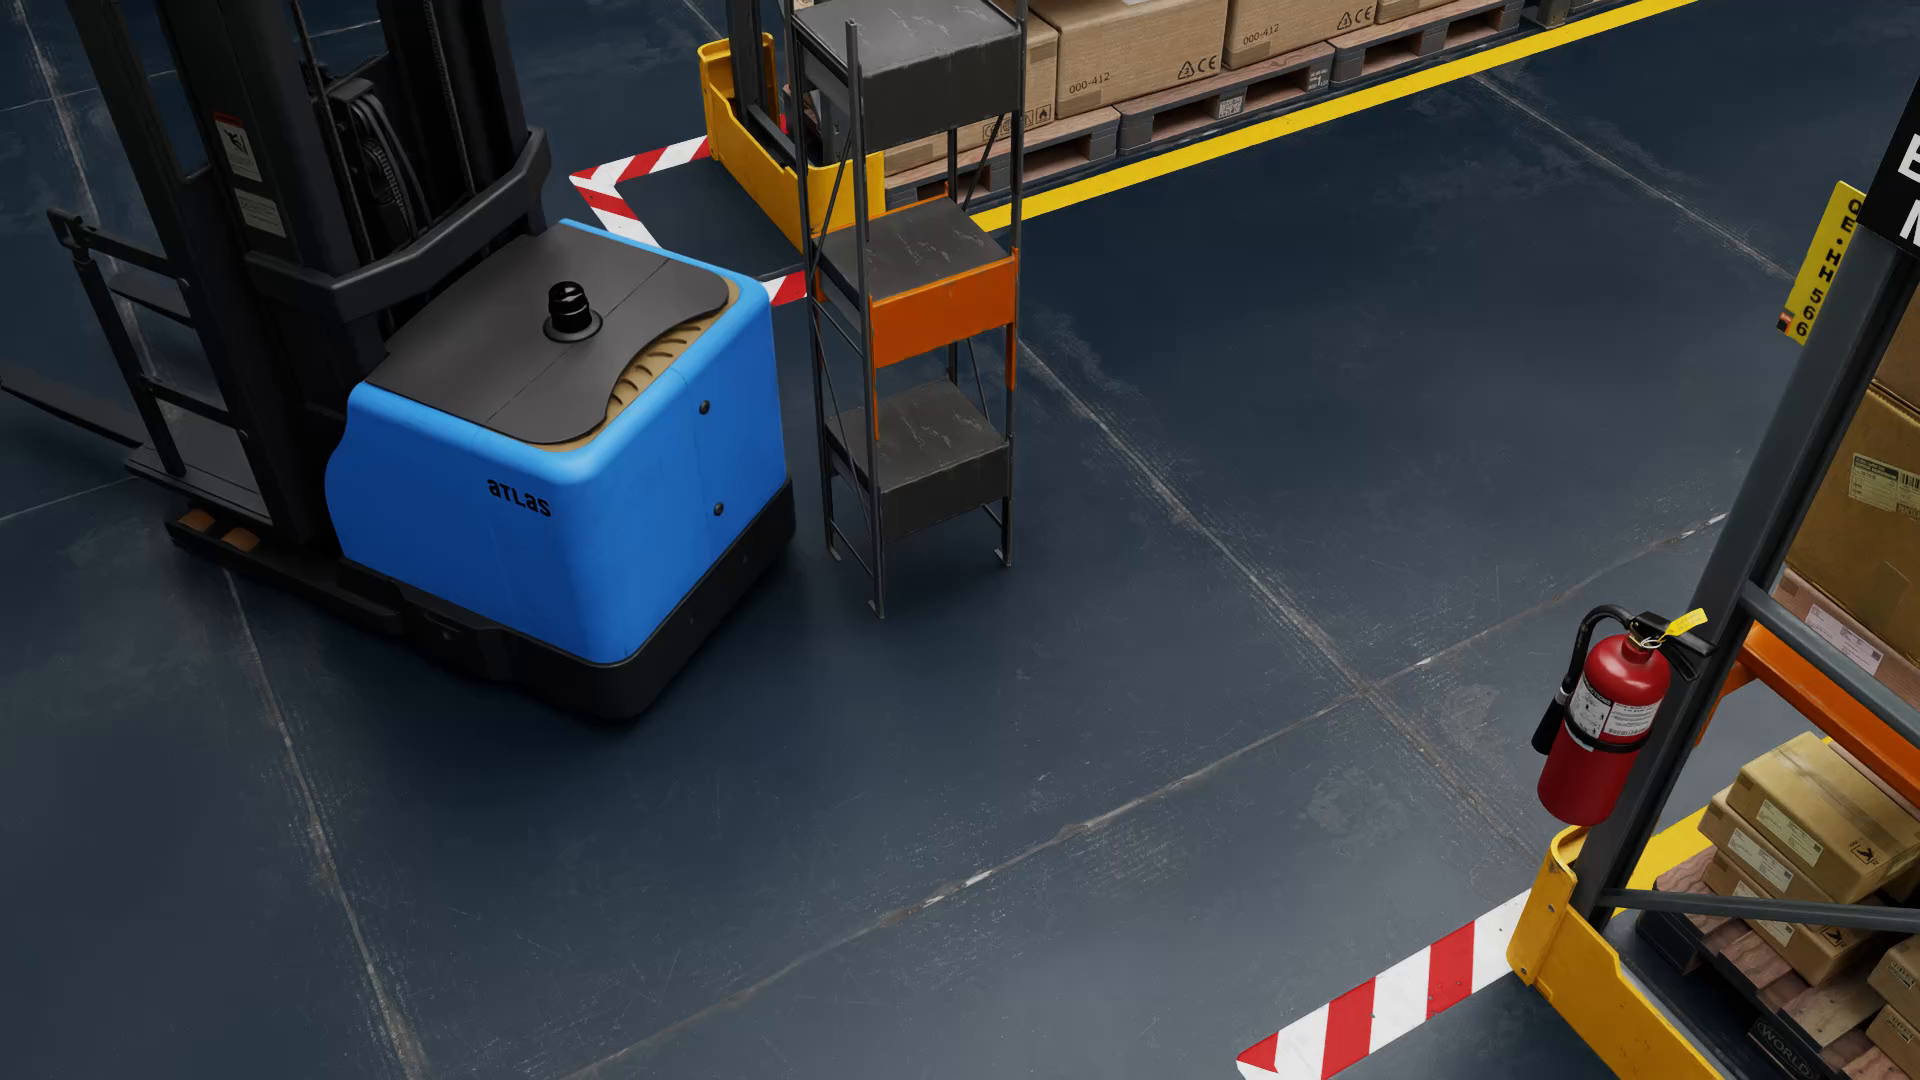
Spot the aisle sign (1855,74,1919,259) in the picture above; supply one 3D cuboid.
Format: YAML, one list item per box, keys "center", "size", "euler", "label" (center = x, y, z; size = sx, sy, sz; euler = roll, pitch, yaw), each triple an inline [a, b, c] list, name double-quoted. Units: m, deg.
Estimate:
- center: [1.638, -0.712, 2.463]
  size: [0.004, 0.787, 0.394]
  euler: [-22, 48, -21]
  label: "aisle sign"

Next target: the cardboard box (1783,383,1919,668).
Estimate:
- center: [2.113, -0.077, 3.390]
  size: [0.500, 0.500, 0.500]
  euler: [-21, 48, -20]
  label: "cardboard box"

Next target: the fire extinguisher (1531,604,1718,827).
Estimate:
- center: [1.403, 0.347, 3.562]
  size: [0.183, 0.674, 0.296]
  euler: [-22, 48, -21]
  label: "fire extinguisher"

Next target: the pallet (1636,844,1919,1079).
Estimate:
- center: [2.639, 1.090, 4.475]
  size: [1.213, 0.211, 1.003]
  euler: [-22, 48, -21]
  label: "pallet"

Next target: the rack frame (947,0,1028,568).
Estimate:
- center: [0.068, -0.781, 5.047]
  size: [0.015, 2.100, 0.400]
  euler: [-22, 48, -21]
  label: "rack frame"

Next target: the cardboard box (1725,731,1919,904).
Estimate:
- center: [2.184, 0.699, 4.194]
  size: [0.250, 0.149, 0.380]
  euler: [-21, 48, -20]
  label: "cardboard box"

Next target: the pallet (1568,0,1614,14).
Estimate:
- center: [3.397, -3.278, 8.976]
  size: [1.213, 0.211, 1.003]
  euler: [-22, 48, -21]
  label: "pallet"

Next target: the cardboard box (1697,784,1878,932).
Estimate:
- center: [2.167, 0.787, 4.317]
  size: [0.250, 0.149, 0.380]
  euler: [-23, 49, -22]
  label: "cardboard box"

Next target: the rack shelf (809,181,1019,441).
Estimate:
- center: [-0.144, -0.686, 4.969]
  size: [0.480, 0.518, 0.431]
  euler: [-22, 48, -21]
  label: "rack shelf"

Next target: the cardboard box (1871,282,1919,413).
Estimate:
- center: [2.124, -0.434, 3.040]
  size: [0.500, 0.500, 0.500]
  euler: [-23, 49, -22]
  label: "cardboard box"

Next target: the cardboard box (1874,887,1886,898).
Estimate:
- center: [2.376, 0.790, 4.528]
  size: [0.250, 0.149, 0.380]
  euler: [-20, 48, -20]
  label: "cardboard box"

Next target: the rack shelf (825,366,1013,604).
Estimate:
- center: [-0.144, -0.184, 5.457]
  size: [0.480, 0.518, 0.431]
  euler: [-22, 48, -21]
  label: "rack shelf"

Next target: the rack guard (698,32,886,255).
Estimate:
- center: [-0.723, -1.672, 7.114]
  size: [0.348, 0.500, 1.175]
  euler: [-22, 48, -21]
  label: "rack guard"

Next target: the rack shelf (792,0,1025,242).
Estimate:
- center: [-0.144, -1.189, 4.482]
  size: [0.480, 0.518, 0.431]
  euler: [-22, 48, -21]
  label: "rack shelf"

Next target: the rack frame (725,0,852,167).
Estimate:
- center: [-0.703, -2.577, 6.252]
  size: [0.127, 3.000, 1.000]
  euler: [-22, 48, -21]
  label: "rack frame"

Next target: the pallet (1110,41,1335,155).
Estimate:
- center: [1.008, -2.322, 7.991]
  size: [1.213, 0.211, 1.003]
  euler: [-22, 48, -21]
  label: "pallet"

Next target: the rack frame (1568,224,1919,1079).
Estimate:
- center: [1.851, 0.377, 3.208]
  size: [0.127, 3.000, 1.000]
  euler: [-22, 48, -21]
  label: "rack frame"

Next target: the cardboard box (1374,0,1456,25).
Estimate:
- center: [2.168, -3.043, 8.270]
  size: [0.875, 0.438, 0.875]
  euler: [-22, 48, -21]
  label: "cardboard box"

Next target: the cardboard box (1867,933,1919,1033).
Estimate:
- center: [2.433, 1.116, 3.979]
  size: [0.250, 0.149, 0.380]
  euler: [-20, 48, -19]
  label: "cardboard box"

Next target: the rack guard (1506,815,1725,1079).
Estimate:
- center: [1.917, 1.247, 4.106]
  size: [0.348, 0.500, 1.175]
  euler: [-22, 48, -21]
  label: "rack guard"

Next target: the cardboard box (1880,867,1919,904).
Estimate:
- center: [2.420, 0.729, 4.377]
  size: [0.250, 0.149, 0.380]
  euler: [-23, 49, -22]
  label: "cardboard box"

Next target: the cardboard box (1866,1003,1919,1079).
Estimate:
- center: [2.465, 1.261, 4.043]
  size: [0.250, 0.149, 0.380]
  euler: [-21, 48, -20]
  label: "cardboard box"

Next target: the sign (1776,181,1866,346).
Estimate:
- center: [1.592, -0.494, 3.047]
  size: [0.005, 0.325, 0.100]
  euler: [-22, 48, -21]
  label: "sign"

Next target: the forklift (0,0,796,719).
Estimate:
- center: [-2.109, -1.236, 4.919]
  size: [3.031, 2.935, 1.130]
  euler: [20, 48, 19]
  label: "forklift"

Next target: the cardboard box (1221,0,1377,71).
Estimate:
- center: [1.392, -2.732, 7.950]
  size: [0.875, 0.438, 0.875]
  euler: [-23, 49, -22]
  label: "cardboard box"

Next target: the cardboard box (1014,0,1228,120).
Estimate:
- center: [0.609, -2.421, 7.629]
  size: [0.875, 0.438, 0.875]
  euler: [-21, 48, -20]
  label: "cardboard box"

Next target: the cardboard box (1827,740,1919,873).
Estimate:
- center: [2.430, 0.646, 4.249]
  size: [0.250, 0.149, 0.380]
  euler: [-21, 48, -20]
  label: "cardboard box"

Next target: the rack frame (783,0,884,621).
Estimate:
- center: [-0.355, -0.611, 4.872]
  size: [0.015, 2.100, 0.400]
  euler: [-22, 48, -21]
  label: "rack frame"

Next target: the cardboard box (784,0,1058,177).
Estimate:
- center: [-0.180, -2.098, 7.296]
  size: [0.875, 0.438, 0.875]
  euler: [-23, 49, -22]
  label: "cardboard box"

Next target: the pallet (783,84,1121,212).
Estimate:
- center: [-0.048, -1.901, 7.558]
  size: [1.213, 0.211, 1.003]
  euler: [-22, 48, -21]
  label: "pallet"

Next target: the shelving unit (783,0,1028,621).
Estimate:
- center: [-0.144, -0.696, 4.960]
  size: [0.503, 2.100, 0.431]
  euler: [-22, 48, -21]
  label: "shelving unit"

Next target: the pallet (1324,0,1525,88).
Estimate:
- center: [2.067, -2.748, 8.430]
  size: [1.213, 0.211, 1.003]
  euler: [-22, 48, -21]
  label: "pallet"

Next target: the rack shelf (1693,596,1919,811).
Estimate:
- center: [3.585, -0.059, 4.174]
  size: [4.000, 0.370, 1.077]
  euler: [-22, 48, -21]
  label: "rack shelf"

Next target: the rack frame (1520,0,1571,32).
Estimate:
- center: [2.766, -3.965, 7.682]
  size: [0.127, 3.000, 1.000]
  euler: [-22, 48, -21]
  label: "rack frame"

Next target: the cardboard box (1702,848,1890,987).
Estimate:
- center: [2.204, 0.940, 4.373]
  size: [0.250, 0.149, 0.380]
  euler: [-21, 48, -20]
  label: "cardboard box"

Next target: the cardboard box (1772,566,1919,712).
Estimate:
- center: [1.993, 0.183, 3.588]
  size: [0.250, 0.149, 0.380]
  euler: [-22, 48, -21]
  label: "cardboard box"
